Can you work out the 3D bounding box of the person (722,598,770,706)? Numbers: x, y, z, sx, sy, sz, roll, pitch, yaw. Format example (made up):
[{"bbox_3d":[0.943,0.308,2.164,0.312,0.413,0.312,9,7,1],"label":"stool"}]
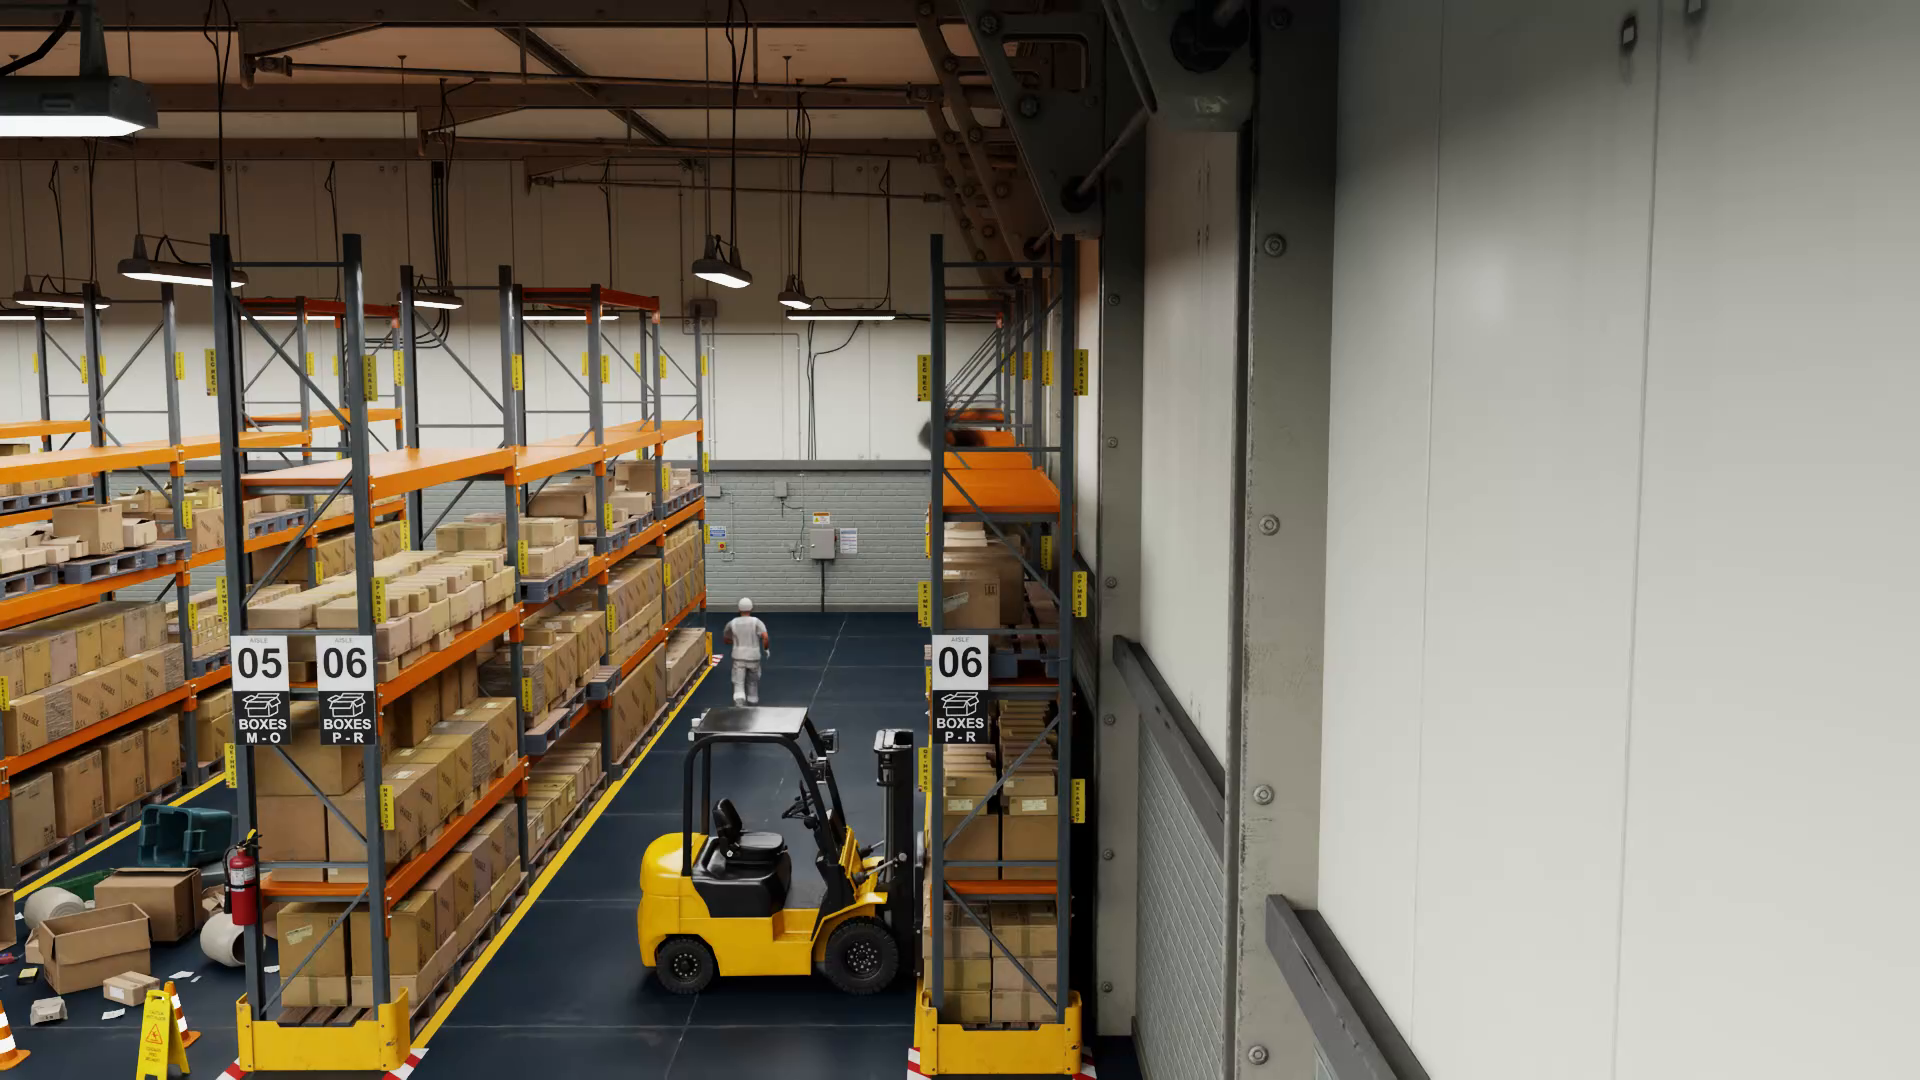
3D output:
[{"bbox_3d":[-2.989,1.680,23.256,0.658,1.772,1.002,-1,6,-6],"label":"person"}]
